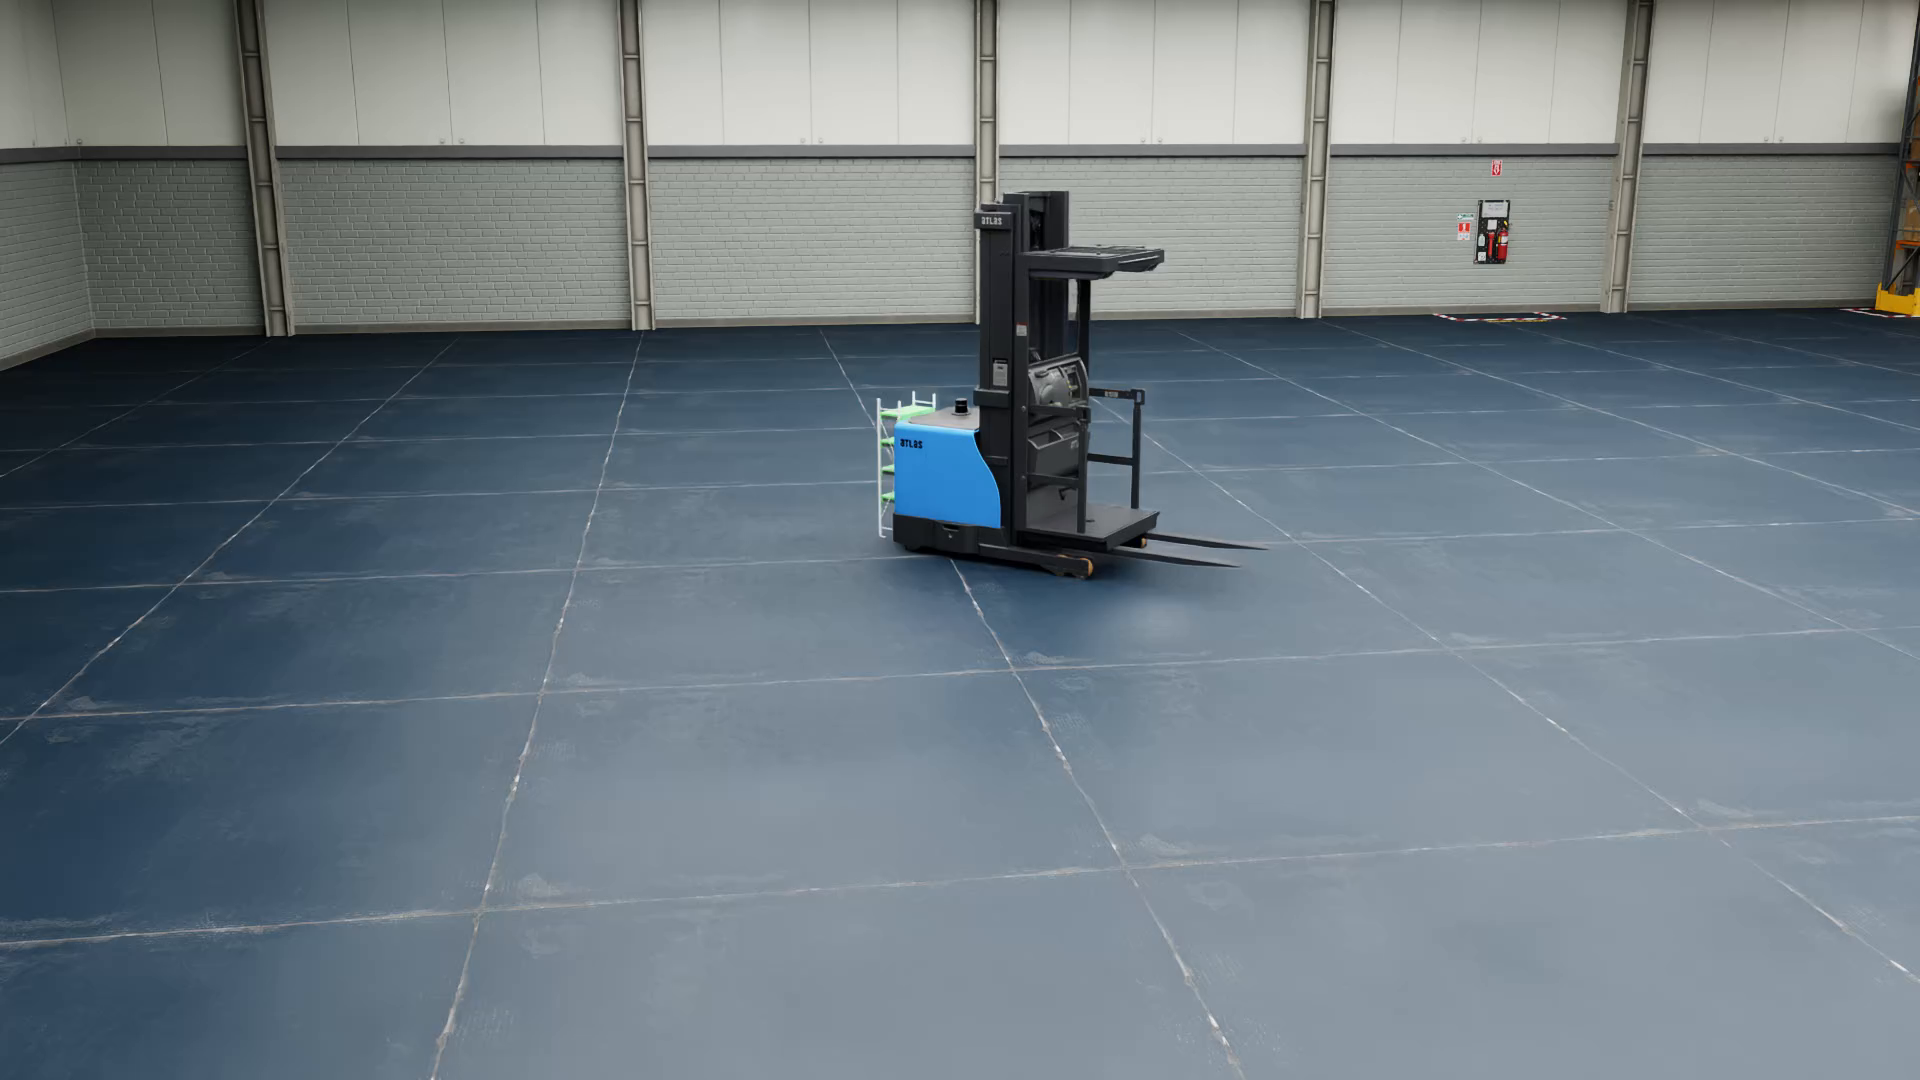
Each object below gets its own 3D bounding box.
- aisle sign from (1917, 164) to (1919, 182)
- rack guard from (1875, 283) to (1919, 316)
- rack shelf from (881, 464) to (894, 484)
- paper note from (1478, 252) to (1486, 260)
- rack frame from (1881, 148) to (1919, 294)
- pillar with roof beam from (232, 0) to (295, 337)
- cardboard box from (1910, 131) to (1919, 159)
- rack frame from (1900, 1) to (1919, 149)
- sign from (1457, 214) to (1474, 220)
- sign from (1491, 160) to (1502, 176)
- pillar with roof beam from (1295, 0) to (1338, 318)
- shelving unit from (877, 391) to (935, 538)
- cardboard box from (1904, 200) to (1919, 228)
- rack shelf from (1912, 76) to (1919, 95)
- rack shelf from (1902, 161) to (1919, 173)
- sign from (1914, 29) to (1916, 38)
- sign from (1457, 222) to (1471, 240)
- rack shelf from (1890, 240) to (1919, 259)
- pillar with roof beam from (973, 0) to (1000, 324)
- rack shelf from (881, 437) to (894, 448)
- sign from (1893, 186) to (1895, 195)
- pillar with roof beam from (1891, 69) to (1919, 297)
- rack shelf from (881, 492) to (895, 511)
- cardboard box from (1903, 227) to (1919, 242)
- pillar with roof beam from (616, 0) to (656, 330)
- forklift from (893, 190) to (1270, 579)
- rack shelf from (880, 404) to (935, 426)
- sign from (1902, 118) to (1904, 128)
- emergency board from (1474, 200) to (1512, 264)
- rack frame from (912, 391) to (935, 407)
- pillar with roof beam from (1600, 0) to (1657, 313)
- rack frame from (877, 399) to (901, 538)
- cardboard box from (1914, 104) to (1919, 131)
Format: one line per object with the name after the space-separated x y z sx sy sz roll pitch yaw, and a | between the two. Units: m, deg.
17.669 -6.933 30.357 0.004 0.787 0.394 -2 14 -8 | aisle sign
17.770 -4.537 31.286 0.348 0.500 1.175 -2 14 -8 | rack guard
-0.455 -0.581 14.335 0.258 0.148 0.480 10 17 34 | rack shelf
9.691 -5.266 30.862 0.142 0.148 0.016 -2 14 -8 | paper note
17.695 -5.747 30.971 0.127 3.000 1.000 -2 14 -8 | rack frame
-10.766 -6.768 22.708 0.400 9.000 9.100 -2 14 -8 | pillar with roof beam
18.070 -7.336 30.895 0.500 0.500 0.500 -1 14 -4 | cardboard box
17.695 -8.657 30.241 0.127 3.000 1.000 -2 14 -8 | rack frame
9.320 -5.960 30.657 0.331 0.109 0.001 -2 14 -8 | sign
9.853 -6.831 30.527 0.199 0.298 0.001 -2 14 -8 | sign
7.034 -7.420 25.309 0.400 9.000 9.100 -2 14 -8 | pillar with roof beam
-0.455 -0.643 14.320 0.258 1.200 0.503 10 17 34 | shelving unit
18.129 -6.116 31.168 0.500 0.500 0.500 -2 14 -9 | cardboard box
19.673 -8.379 30.618 4.000 0.370 1.077 -2 14 -8 | rack shelf
19.673 -6.925 30.983 4.000 0.370 1.077 -2 14 -8 | rack shelf
17.632 -9.321 30.644 0.005 0.325 0.100 -2 14 -8 | sign
9.314 -5.705 30.729 0.234 0.329 0.001 -2 14 -8 | sign
19.673 -5.471 31.348 4.000 0.370 1.077 -2 14 -8 | rack shelf
1.101 -7.202 24.442 0.400 9.000 9.100 -2 14 -8 | pillar with roof beam
-0.455 -0.814 14.277 0.258 0.148 0.480 10 17 34 | rack shelf
17.632 -6.596 31.327 0.005 0.325 0.100 -2 14 -8 | sign
18.900 -7.855 27.043 0.400 9.000 9.100 -2 14 -8 | pillar with roof beam
-0.455 -0.348 14.394 0.258 0.148 0.480 10 17 34 | rack shelf
18.128 -5.748 31.240 0.500 0.250 0.500 -2 14 -7 | cardboard box
-4.833 -6.985 23.575 0.400 9.000 9.100 -2 14 -8 | pillar with roof beam
0.970 -1.265 13.240 3.031 2.935 1.130 8 16 30 | forklift
-0.455 -1.047 14.219 0.258 0.148 0.480 10 17 34 | rack shelf
17.632 -7.766 31.034 0.005 0.325 0.100 -2 14 -8 | sign
9.876 -5.683 30.714 0.643 1.169 0.194 -2 14 -8 | emergency board
-0.313 -0.691 14.512 0.240 1.200 0.015 10 17 34 | rack frame
12.967 -7.637 26.176 0.400 9.000 9.100 -2 14 -8 | pillar with roof beam
-0.598 -0.595 14.128 0.240 1.200 0.015 10 17 34 | rack frame
18.082 -7.824 30.783 0.500 0.500 0.500 -1 14 -6 | cardboard box
